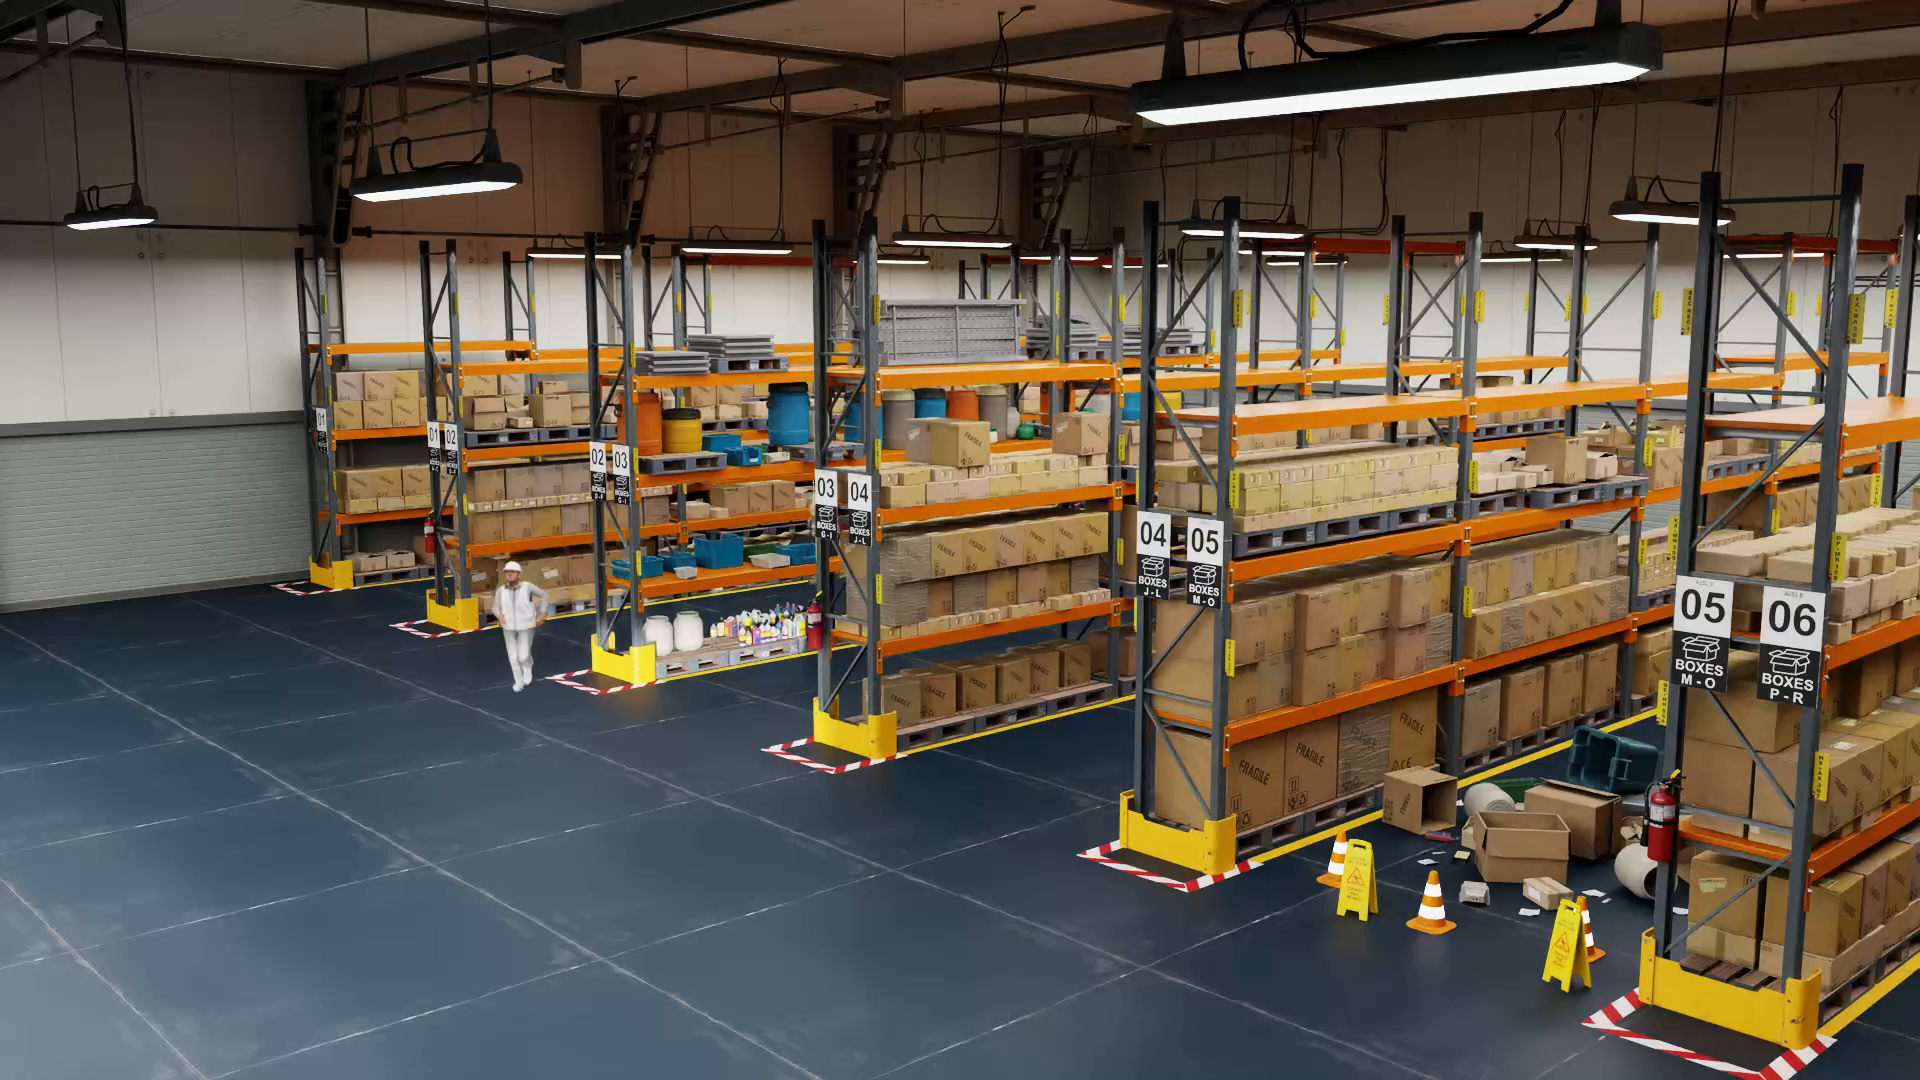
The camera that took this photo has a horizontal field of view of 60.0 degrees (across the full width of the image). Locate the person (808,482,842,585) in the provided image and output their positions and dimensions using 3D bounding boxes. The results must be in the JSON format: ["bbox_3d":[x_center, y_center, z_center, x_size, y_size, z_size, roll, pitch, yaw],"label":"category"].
[{"bbox_3d":[-2.341,-0.153,28.308,0.663,1.830,0.853,5,10,33],"label":"person"}]

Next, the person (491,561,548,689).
[{"bbox_3d":[-5.752,1.135,21.691,0.683,1.728,0.736,0,8,1],"label":"person"}]
